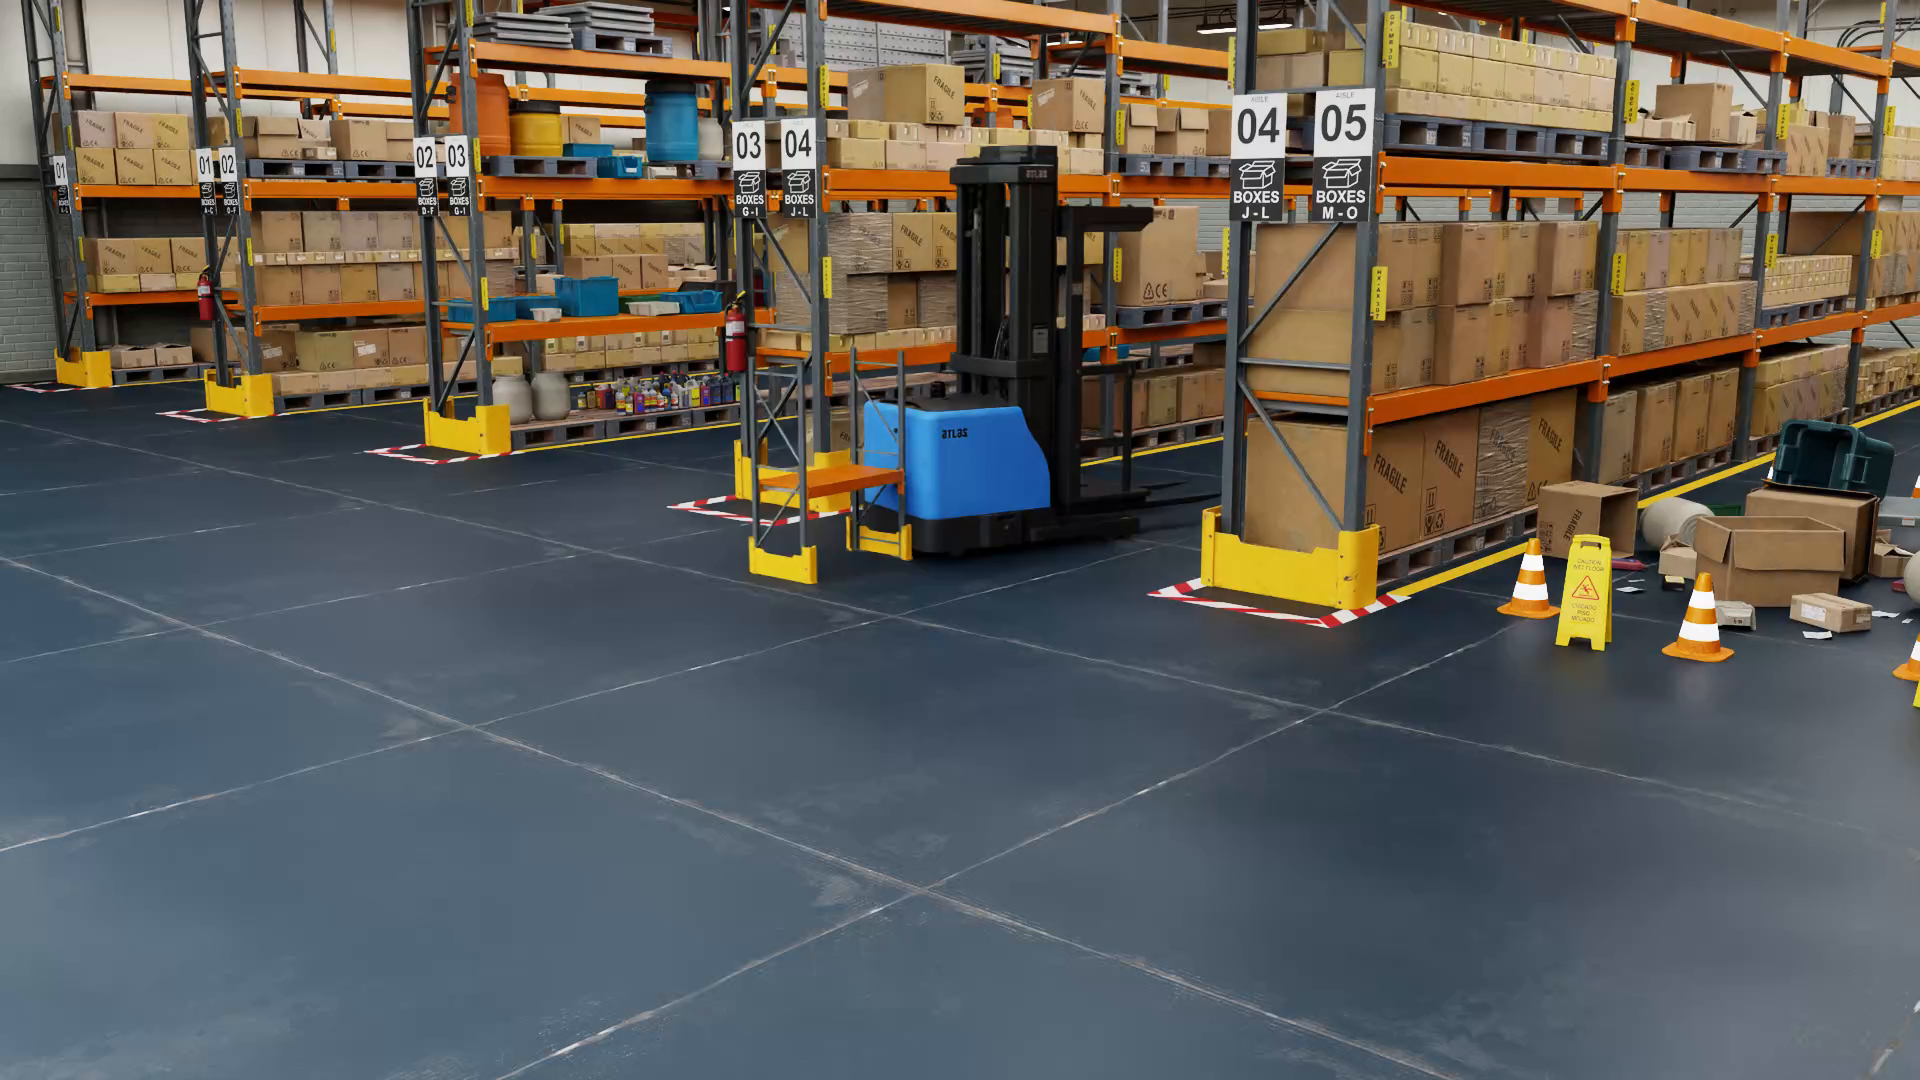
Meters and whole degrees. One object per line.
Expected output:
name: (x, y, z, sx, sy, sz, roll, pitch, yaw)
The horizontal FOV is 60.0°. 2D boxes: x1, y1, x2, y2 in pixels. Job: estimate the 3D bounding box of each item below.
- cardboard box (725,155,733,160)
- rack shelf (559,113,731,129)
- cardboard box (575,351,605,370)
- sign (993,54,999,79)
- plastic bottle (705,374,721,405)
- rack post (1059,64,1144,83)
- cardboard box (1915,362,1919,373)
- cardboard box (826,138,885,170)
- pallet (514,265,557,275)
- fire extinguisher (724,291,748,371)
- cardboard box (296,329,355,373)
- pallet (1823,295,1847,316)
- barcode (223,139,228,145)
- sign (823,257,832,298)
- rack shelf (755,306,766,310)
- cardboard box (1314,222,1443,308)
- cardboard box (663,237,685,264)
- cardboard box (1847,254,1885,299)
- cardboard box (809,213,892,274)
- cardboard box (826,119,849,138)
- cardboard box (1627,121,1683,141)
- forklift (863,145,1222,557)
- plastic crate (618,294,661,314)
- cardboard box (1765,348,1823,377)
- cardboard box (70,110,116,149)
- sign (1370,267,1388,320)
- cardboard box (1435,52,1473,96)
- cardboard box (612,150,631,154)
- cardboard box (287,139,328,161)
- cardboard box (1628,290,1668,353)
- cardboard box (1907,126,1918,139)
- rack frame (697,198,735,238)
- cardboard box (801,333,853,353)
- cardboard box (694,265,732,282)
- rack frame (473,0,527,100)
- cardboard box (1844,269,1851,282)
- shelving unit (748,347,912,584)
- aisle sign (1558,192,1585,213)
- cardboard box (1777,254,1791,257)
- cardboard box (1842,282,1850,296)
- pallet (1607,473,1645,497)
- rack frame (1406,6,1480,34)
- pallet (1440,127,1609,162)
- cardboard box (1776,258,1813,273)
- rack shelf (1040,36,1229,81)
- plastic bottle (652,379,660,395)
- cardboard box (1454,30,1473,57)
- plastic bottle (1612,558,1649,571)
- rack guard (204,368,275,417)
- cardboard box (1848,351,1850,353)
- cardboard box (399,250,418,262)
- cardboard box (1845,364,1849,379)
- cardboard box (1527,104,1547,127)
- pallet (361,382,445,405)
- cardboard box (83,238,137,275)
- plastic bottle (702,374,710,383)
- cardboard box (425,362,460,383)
cardboard box: (-3.387, -5.831, 26.332, 0.910, 0.500, 0.500, 10, 15, 40)
rack shelf: (-6.053, -7.569, 30.492, 1.077, 0.370, 4.000, 10, 15, 40)
cardboard box: (-5.500, -2.614, 24.087, 0.500, 0.250, 0.500, 10, 15, 42)
sign: (0.486, -6.315, 22.177, 0.100, 0.325, 0.005, 10, 15, 40)
plastic bottle: (-2.907, -1.769, 19.551, 0.144, 0.351, 0.185, 9, 14, 38)
rack post: (2.129, -6.975, 24.850, 0.937, 0.300, 0.954, 9, 15, 39)
cardboard box: (12.595, -2.321, 22.121, 0.380, 0.149, 0.250, 9, 15, 39)
cardboard box: (-0.980, -3.219, 13.893, 0.500, 0.250, 0.500, 10, 15, 42)
pallet: (-7.764, -4.670, 28.922, 1.213, 0.211, 1.003, 10, 15, 40)
fire extinguisher: (-1.914, -1.789, 14.206, 0.296, 0.674, 0.183, 10, 15, 40)
cardboard box: (-8.081, -2.415, 21.175, 0.500, 0.500, 0.500, 10, 15, 40)
pallet: (9.475, -2.706, 19.089, 1.003, 0.211, 1.213, 10, 15, 40)
barcode: (-9.094, -4.928, 20.584, 0.001, 0.075, 0.075, 10, 15, 40)
sign: (-1.084, -2.138, 13.549, 0.100, 0.325, 0.005, 10, 15, 40)
rack shelf: (-1.252, -2.954, 21.681, 1.077, 0.370, 4.000, 10, 15, 40)
cardboard box: (2.735, -1.873, 11.292, 0.875, 0.550, 0.550, 10, 15, 40)
cardboard box: (-5.516, -5.426, 31.152, 0.500, 0.500, 0.500, 10, 15, 40)
cardboard box: (10.605, -3.129, 19.702, 0.500, 0.500, 0.500, 9, 15, 39)
cardboard box: (-0.924, -2.515, 14.076, 0.500, 0.500, 0.500, 10, 15, 40)
cardboard box: (-1.137, -3.387, 13.720, 0.380, 0.149, 0.250, 10, 15, 40)
cardboard box: (5.928, -3.492, 14.190, 0.380, 0.149, 0.250, 10, 15, 40)
forklift: (0.788, -1.510, 12.789, 3.031, 2.935, 1.130, -7, 13, -31)
plastic crate: (-3.680, -2.746, 19.341, 0.450, 0.188, 0.662, 10, 15, 40)
cardboard box: (9.099, -1.945, 18.188, 0.500, 0.250, 0.500, 9, 14, 38)
cardboard box: (-12.218, -5.751, 23.327, 0.500, 0.500, 0.500, 8, 14, 36)
sign: (2.580, -1.519, 10.243, 0.100, 0.325, 0.005, 10, 15, 40)
cardboard box: (3.013, -3.039, 10.904, 0.500, 0.250, 0.500, 10, 15, 40)
cardboard box: (-6.411, -6.861, 30.368, 0.700, 0.500, 0.500, 11, 16, 43)
cardboard box: (-8.369, -4.941, 21.085, 0.500, 0.250, 0.500, 10, 15, 40)
cardboard box: (5.690, -1.882, 14.222, 0.500, 0.500, 0.500, 10, 15, 41)
cardboard box: (11.366, -4.930, 20.166, 0.380, 0.149, 0.250, 11, 16, 43)
rack frame: (-4.733, -5.471, 32.443, 1.000, 3.000, 0.127, 10, 15, 40)
cardboard box: (-1.125, -1.672, 14.065, 0.380, 0.149, 0.250, 10, 15, 40)
cardboard box: (-3.923, -4.151, 26.062, 0.500, 0.311, 0.500, 11, 16, 44)
rack frame: (-6.290, -6.596, 22.759, 1.000, 3.000, 0.127, 10, 15, 40)
cardboard box: (9.974, -3.038, 19.072, 0.380, 0.149, 0.250, 10, 15, 42)
shelving unit: (-0.905, -0.555, 11.660, 0.587, 1.500, 1.083, 9, 14, 38)
aisle sign: (9.343, -5.385, 25.375, 0.394, 0.787, 0.004, 10, 15, 40)
cardboard box: (9.483, -3.269, 19.472, 0.380, 0.149, 0.250, 11, 16, 43)
cardboard box: (9.975, -2.892, 19.102, 0.380, 0.149, 0.250, 9, 15, 39)
pallet: (5.260, -0.472, 14.536, 1.003, 0.211, 1.213, 10, 15, 40)
rack frame: (6.429, -6.491, 22.236, 1.000, 3.000, 0.127, 10, 15, 40)
pallet: (4.260, -3.025, 12.765, 1.003, 0.211, 1.213, 10, 15, 40)
cardboard box: (8.932, -2.952, 17.883, 0.380, 0.149, 0.250, 9, 15, 40)
rack shelf: (2.469, -5.060, 17.926, 1.077, 0.370, 4.000, 10, 15, 40)
plastic bottle: (-3.610, -1.771, 19.764, 0.097, 0.271, 0.097, 0, 11, 0)
cardboard box: (3.129, -3.241, 10.899, 0.380, 0.149, 0.250, 10, 15, 41)
plastic bottle: (4.688, 0.174, 11.686, 0.283, 0.061, 0.133, 4, 12, 21)
rack guard: (-8.947, -1.836, 20.627, 1.175, 0.500, 0.348, 10, 15, 40)
cardboard box: (11.482, -2.385, 21.681, 0.380, 0.149, 0.250, 11, 15, 43)
cardboard box: (-7.321, -3.727, 21.802, 0.380, 0.149, 0.250, 10, 15, 42)
cardboard box: (10.471, -2.017, 19.838, 0.380, 0.149, 0.250, 11, 15, 43)
cardboard box: (3.968, -3.036, 11.911, 0.380, 0.149, 0.250, 10, 15, 40)
pallet: (-7.652, -1.995, 22.158, 1.003, 0.211, 1.213, 10, 15, 40)
cardboard box: (-12.113, -4.041, 23.700, 0.500, 0.500, 0.500, 10, 15, 40)
plastic bottle: (-3.112, -1.900, 20.410, 0.097, 0.271, 0.097, 0, 11, 0)
cardboard box: (-7.089, -2.267, 22.352, 0.500, 0.250, 0.500, 10, 15, 40)
